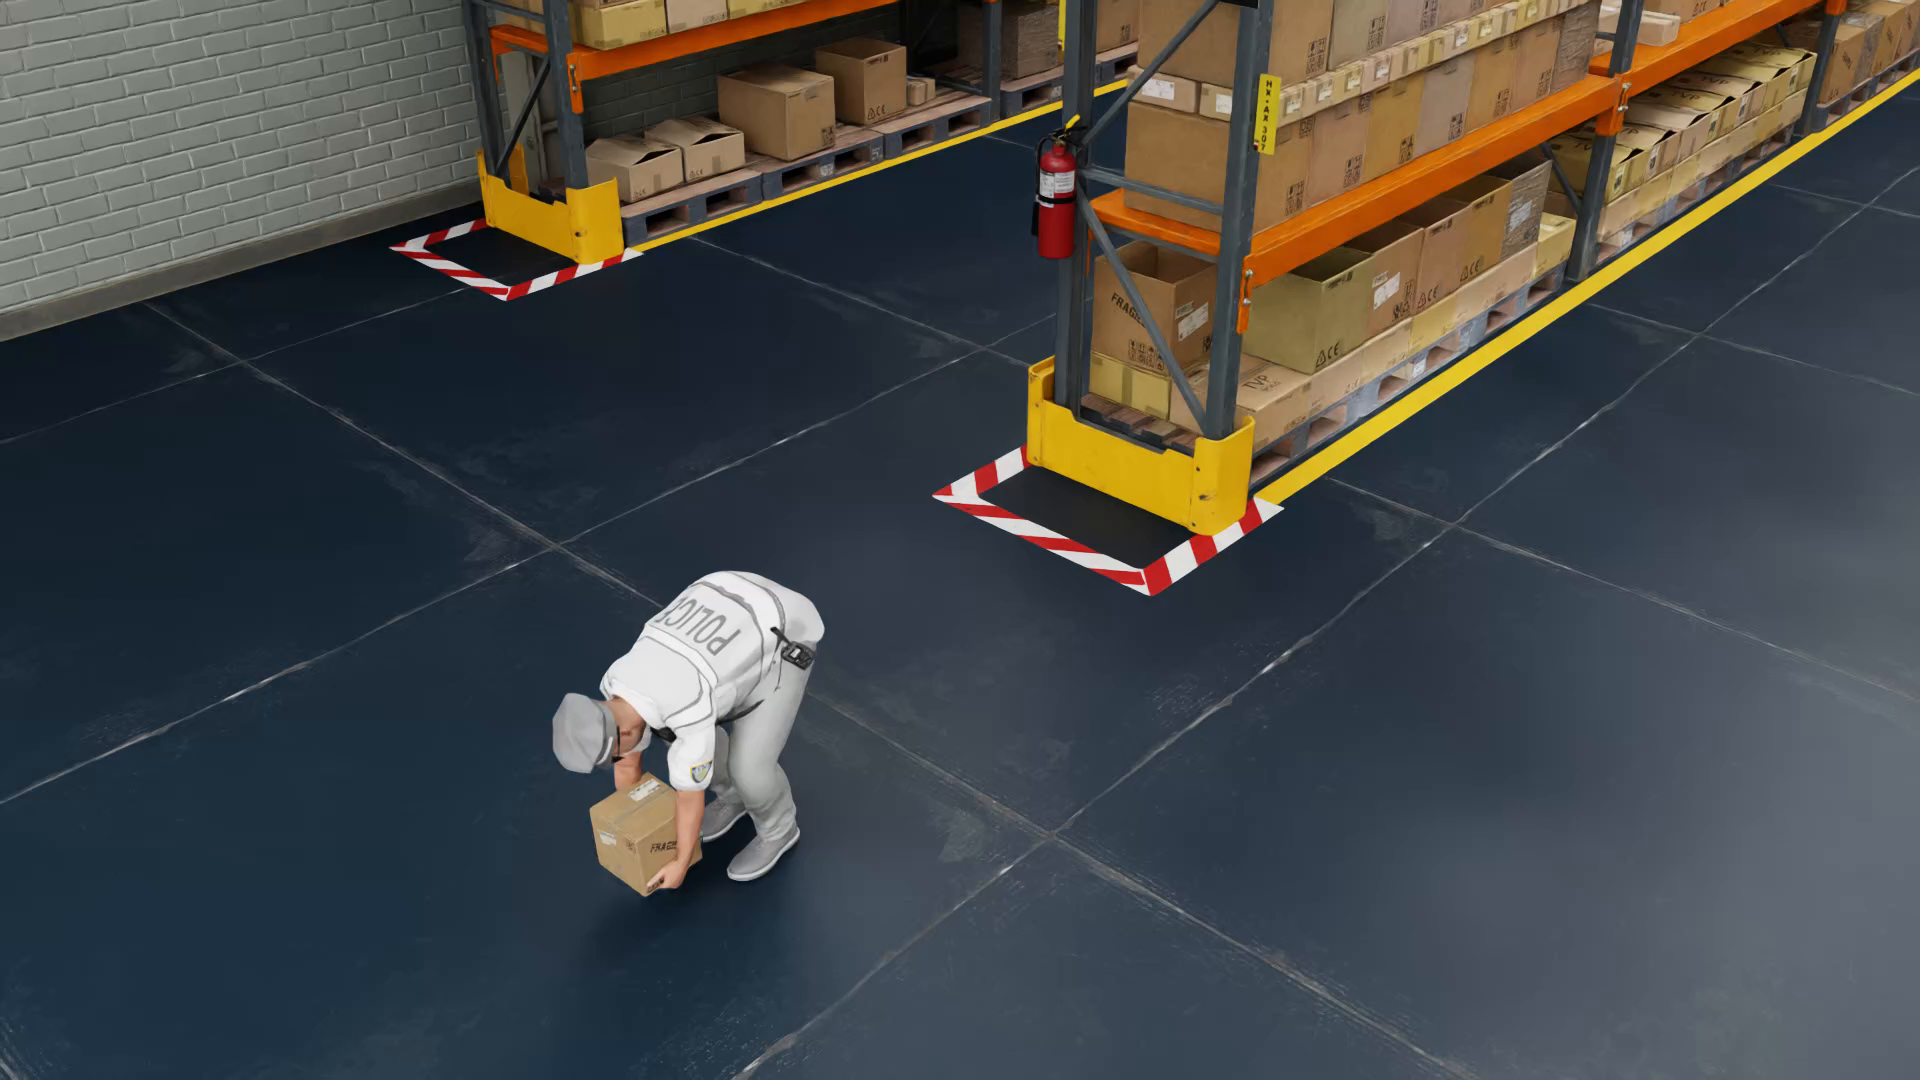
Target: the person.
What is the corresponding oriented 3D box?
[{"bbox_3d":[-0.913,0.639,5.566,0.482,1.243,1.029,24,38,34],"label":"person"}]
